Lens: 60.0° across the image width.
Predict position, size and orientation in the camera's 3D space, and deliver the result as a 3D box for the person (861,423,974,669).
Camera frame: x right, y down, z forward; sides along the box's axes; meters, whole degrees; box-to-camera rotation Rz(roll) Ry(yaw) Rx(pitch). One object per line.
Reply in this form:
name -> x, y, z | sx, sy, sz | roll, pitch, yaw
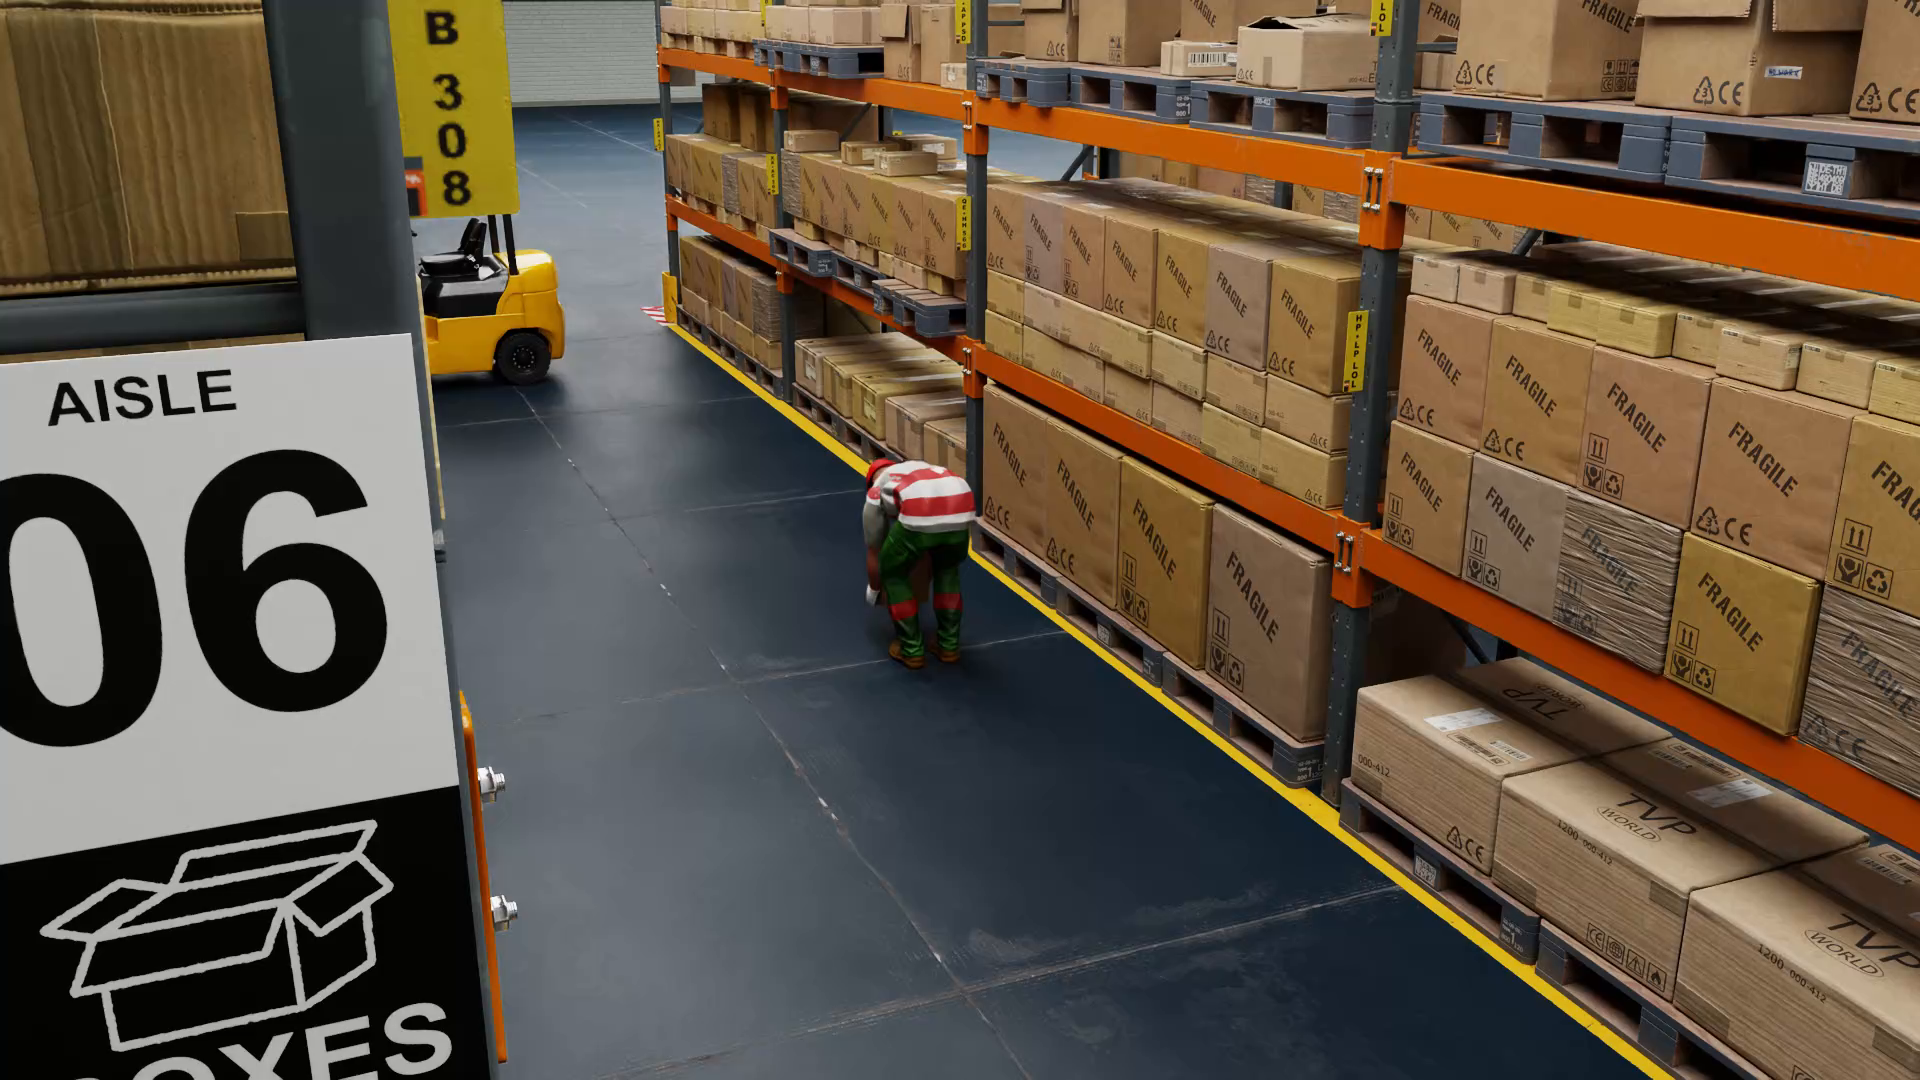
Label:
person -> -0.260, 0.027, 8.908 | 0.482, 1.167, 0.957 | -8, 20, -23
